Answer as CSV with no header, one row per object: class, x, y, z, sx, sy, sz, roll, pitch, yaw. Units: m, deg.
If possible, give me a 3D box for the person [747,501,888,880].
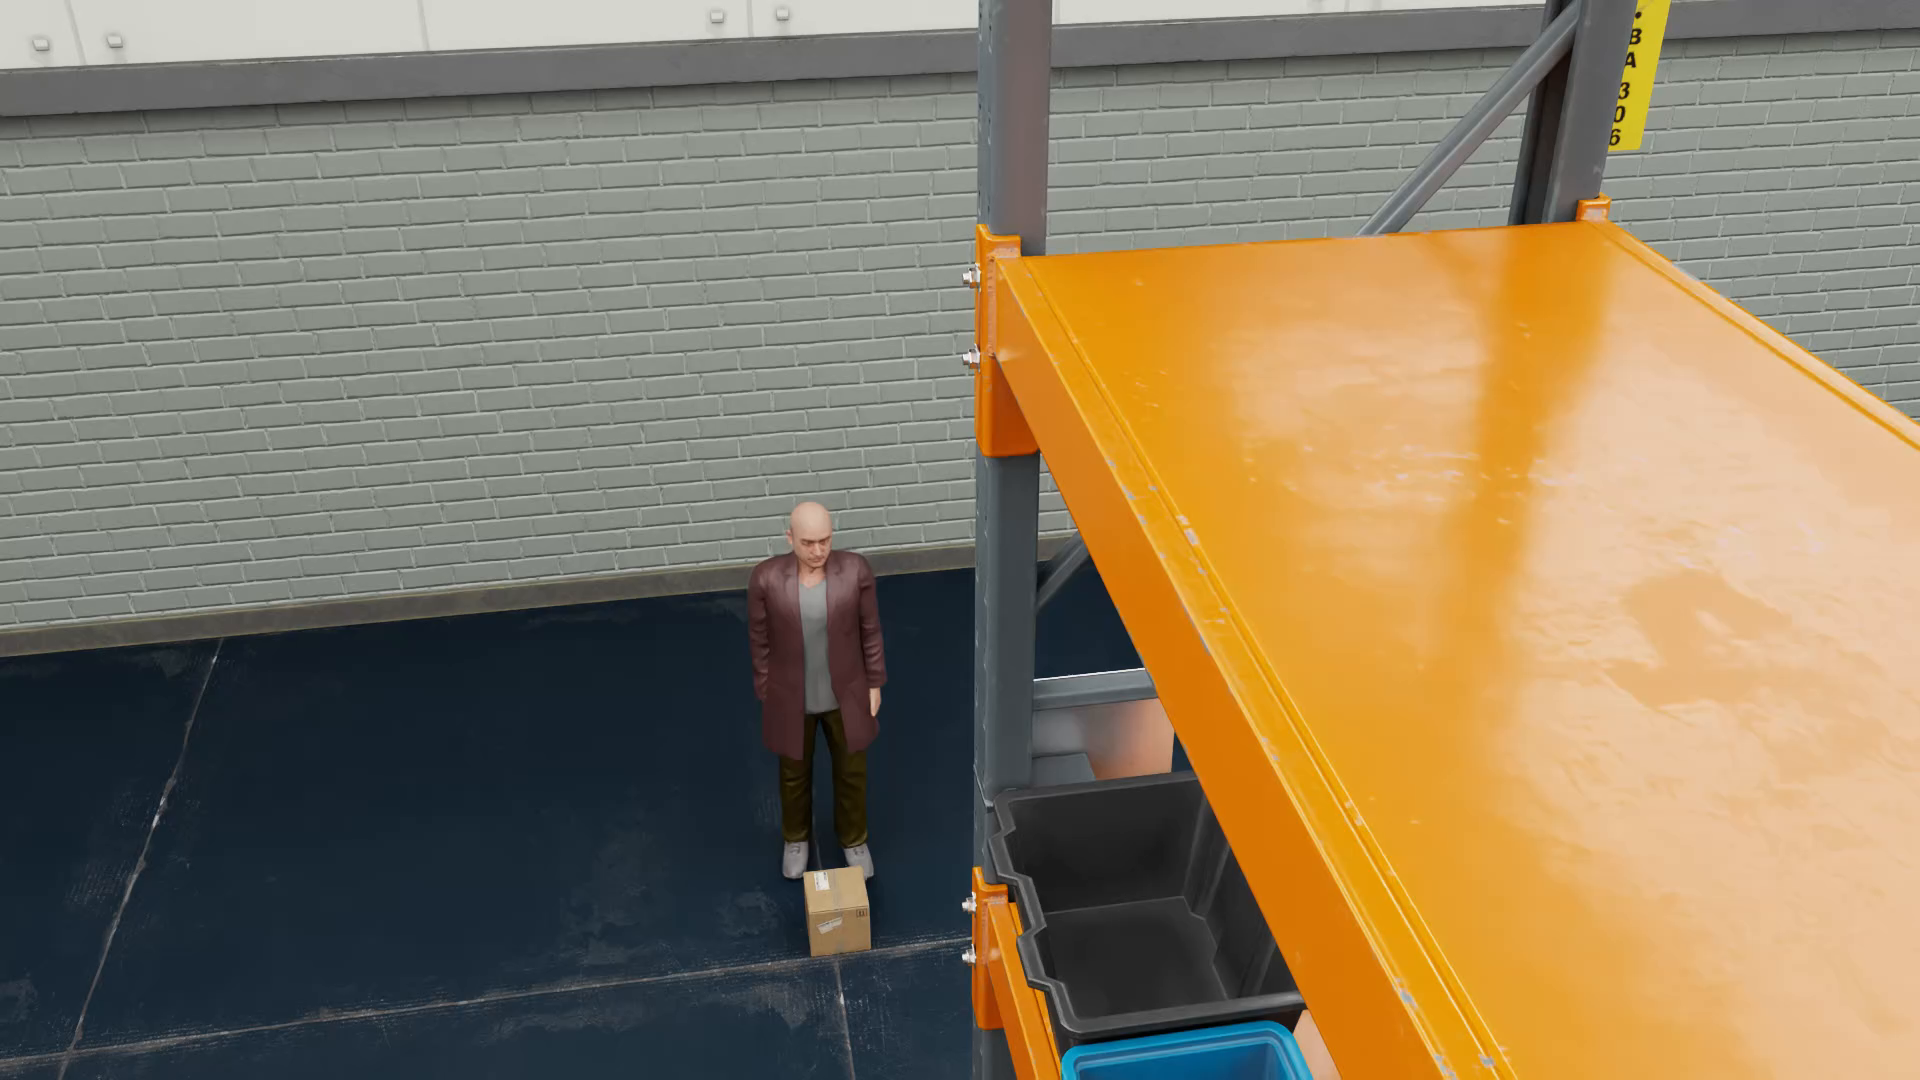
person,-0.585,0.658,7.028,0.574,1.776,0.428,-5,31,-8
